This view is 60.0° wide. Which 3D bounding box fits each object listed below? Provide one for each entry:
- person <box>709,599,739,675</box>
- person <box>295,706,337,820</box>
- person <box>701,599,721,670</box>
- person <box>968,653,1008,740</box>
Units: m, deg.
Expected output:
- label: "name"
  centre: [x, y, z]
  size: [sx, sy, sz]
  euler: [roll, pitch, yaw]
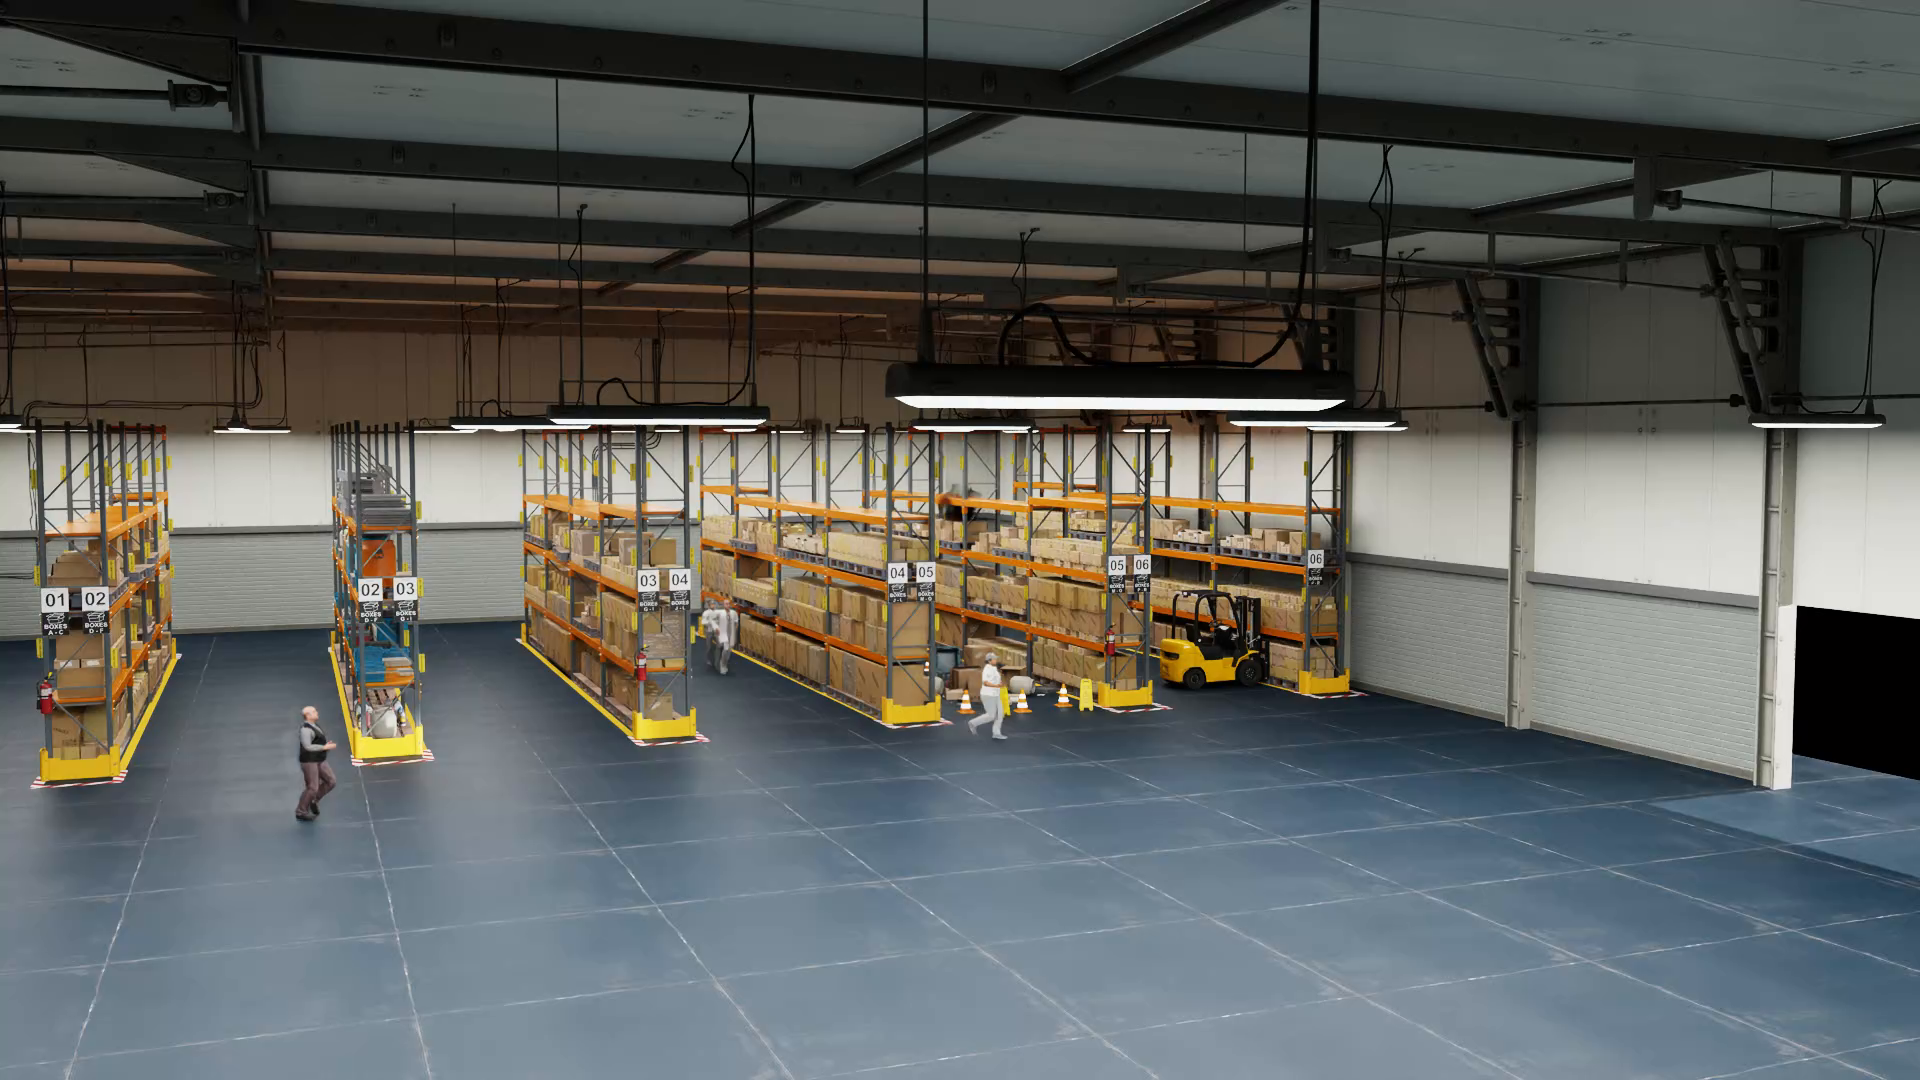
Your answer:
- label: "person"
  centre: [-5.634, 2.387, 40.130]
  size: [0.677, 1.727, 0.800]
  euler: [-2, 4, -35]
- label: "person"
  centre: [-9.596, 3.317, 24.802]
  size: [0.636, 1.702, 0.662]
  euler: [0, 4, -2]
- label: "person"
  centre: [-6.099, 2.306, 41.002]
  size: [0.596, 1.740, 0.720]
  euler: [-2, 4, -25]
- label: "person"
  centre: [0.537, 2.940, 31.386]
  size: [0.747, 1.637, 0.619]
  euler: [1, 4, 14]
